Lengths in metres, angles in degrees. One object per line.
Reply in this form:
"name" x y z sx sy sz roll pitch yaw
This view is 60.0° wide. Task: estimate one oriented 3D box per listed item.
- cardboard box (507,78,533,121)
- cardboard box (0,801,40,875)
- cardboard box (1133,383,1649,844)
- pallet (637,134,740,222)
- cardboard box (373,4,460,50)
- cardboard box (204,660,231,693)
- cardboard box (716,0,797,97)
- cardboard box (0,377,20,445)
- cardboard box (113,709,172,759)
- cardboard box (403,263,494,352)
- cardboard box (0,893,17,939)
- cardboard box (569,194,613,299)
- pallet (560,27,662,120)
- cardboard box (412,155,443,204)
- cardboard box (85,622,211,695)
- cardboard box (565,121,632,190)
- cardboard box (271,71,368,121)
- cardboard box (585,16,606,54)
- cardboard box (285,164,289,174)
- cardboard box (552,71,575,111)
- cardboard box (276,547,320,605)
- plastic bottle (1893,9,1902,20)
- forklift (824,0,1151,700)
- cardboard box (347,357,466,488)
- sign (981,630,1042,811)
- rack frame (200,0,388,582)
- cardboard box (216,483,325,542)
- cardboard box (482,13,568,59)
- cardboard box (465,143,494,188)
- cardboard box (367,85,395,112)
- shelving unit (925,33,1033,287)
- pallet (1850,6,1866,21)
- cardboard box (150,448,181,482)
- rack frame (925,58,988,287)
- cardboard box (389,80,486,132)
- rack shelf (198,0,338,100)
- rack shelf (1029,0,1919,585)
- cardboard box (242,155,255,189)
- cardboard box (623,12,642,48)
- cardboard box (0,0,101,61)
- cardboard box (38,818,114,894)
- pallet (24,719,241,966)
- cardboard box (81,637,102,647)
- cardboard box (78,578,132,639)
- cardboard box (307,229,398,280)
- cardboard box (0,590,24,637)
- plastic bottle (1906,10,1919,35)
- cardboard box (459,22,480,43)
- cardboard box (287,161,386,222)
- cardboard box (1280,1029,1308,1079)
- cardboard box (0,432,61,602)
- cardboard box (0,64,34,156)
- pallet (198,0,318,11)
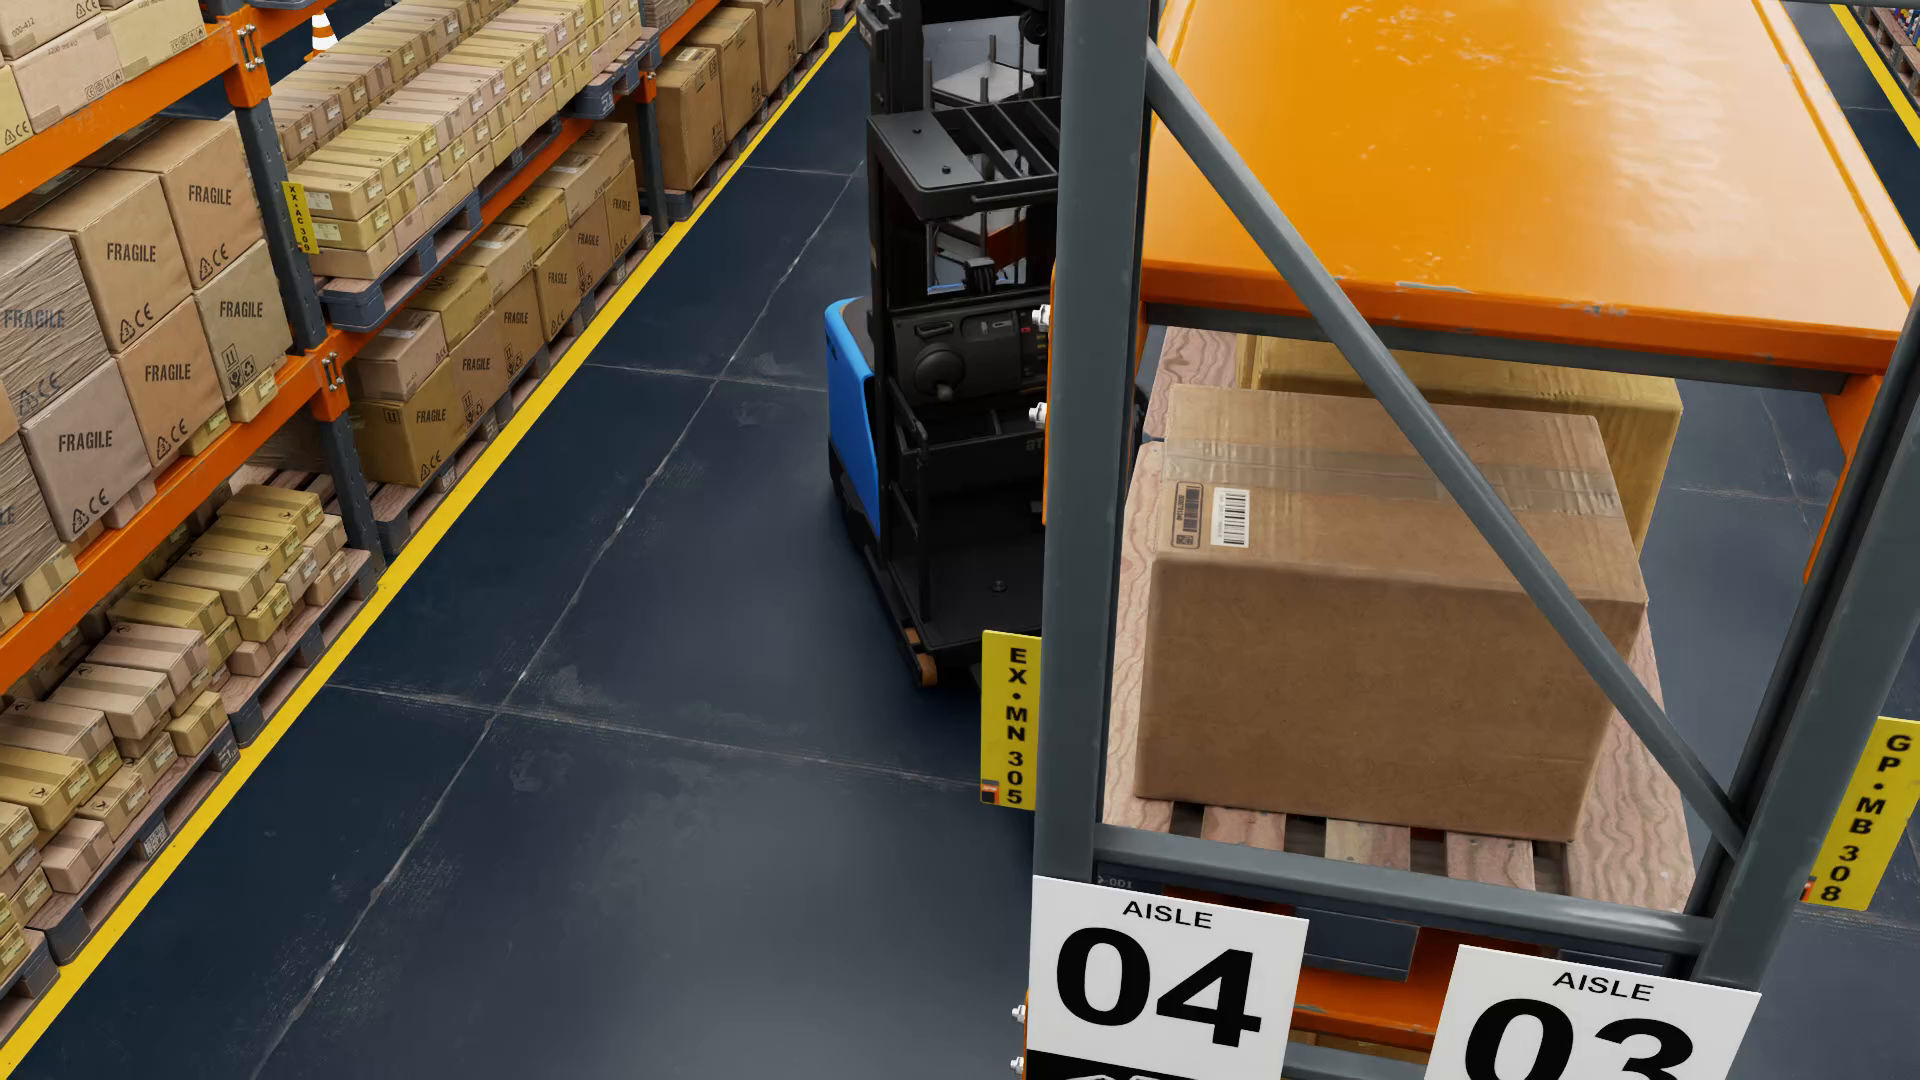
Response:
"cardboard box" -2.497 -2.348 8.806 0.380 0.149 0.250 7 36 9
"cardboard box" -3.612 1.073 6.048 0.380 0.149 0.250 9 37 12
"cardboard box" 0.666 0.108 2.730 0.700 0.500 0.500 5 36 7
"pallet" -2.266 -2.701 12.067 1.003 0.211 1.213 7 37 10
"cardboard box" -3.021 -2.854 9.252 0.380 0.149 0.250 9 37 12
"cardboard box" -3.419 0.592 7.219 0.380 0.149 0.250 6 36 9
"cardboard box" -1.908 -4.020 13.070 1.050 0.750 0.750 7 37 10
"cardboard box" -3.522 -0.469 5.420 0.500 0.500 0.500 6 36 8
"cardboard box" -3.467 0.734 6.770 0.380 0.149 0.250 6 36 8
"cardboard box" -2.835 -1.252 8.824 0.500 0.250 0.500 8 37 11
"cardboard box" -3.614 1.360 5.906 0.380 0.149 0.250 8 37 11
"cardboard box" -2.508 -1.838 10.272 0.500 0.500 0.500 9 37 12
"pallet" -2.556 -2.888 10.112 1.213 0.211 1.003 7 37 10
"cardboard box" -2.721 -1.748 7.979 0.380 0.149 0.250 8 37 11
"cardboard box" -3.346 0.487 6.857 0.380 0.149 0.250 6 36 8
"cardboard box" -2.398 -2.424 10.442 0.500 0.250 0.500 6 36 9
"cardboard box" -3.242 -2.251 8.419 0.380 0.149 0.250 6 36 8
"cardboard box" -2.278 -2.931 9.611 0.380 0.149 0.250 8 37 11
"cardboard box" -3.416 -1.687 7.894 0.380 0.149 0.250 8 37 10
"cardboard box" -2.387 -2.529 9.309 0.380 0.149 0.250 6 36 8
"cardboard box" -3.165 0.147 7.579 0.380 0.149 0.250 6 36 8
"plastic bottle" 8.105 -4.624 14.283 0.061 0.283 0.133 8 37 11
"forklift" 0.233 -0.777 7.094 1.130 2.935 3.031 -11 37 -14
"cardboard box" -2.946 -0.642 8.623 0.500 0.500 0.500 9 37 12
"sign" 0.080 0.262 2.360 0.100 0.325 0.005 7 37 10
"rack frame" -3.363 -1.094 7.474 1.000 3.000 0.127 7 37 10
"cardboard box" -3.184 -0.114 7.686 0.380 0.149 0.250 8 37 11
"cardboard box" -2.388 -2.773 9.140 0.380 0.149 0.250 7 37 10
"cardboard box" -2.610 -1.923 8.473 0.380 0.149 0.250 6 36 8
"cardboard box" -3.193 -2.292 8.729 0.380 0.149 0.250 7 37 10
"shelving unit" 0.142 -1.563 8.887 0.431 2.100 0.503 28 44 33
"pallet" 8.714 -5.030 15.280 1.003 0.211 1.213 7 37 10
"cardboard box" -3.381 -0.353 6.665 0.380 0.149 0.250 6 36 9
"rack frame" -0.020 -1.456 8.739 0.400 2.100 0.015 28 44 33
"cardboard box" -2.609 -2.168 8.305 0.380 0.149 0.250 7 37 10
"rack shelf" -2.936 -3.164 8.387 1.077 0.370 4.000 7 37 10
"rack shelf" 1.034 -1.244 3.522 1.077 0.370 4.000 7 37 10
"cardboard box" -3.468 -1.658 7.601 0.380 0.149 0.250 9 37 12
"cardboard box" -2.165 -3.115 10.119 0.380 0.149 0.250 8 37 11
"cardboard box" -3.335 -1.857 5.672 0.500 0.250 0.500 6 36 8
"cardboard box" -3.509 1.197 6.384 0.380 0.149 0.250 6 36 8
"pallet" -3.730 1.126 6.787 1.003 0.211 1.213 7 37 10
"cardboard box" -3.796 0.392 7.241 0.380 0.149 0.250 6 36 8
"cardboard box" -3.795 0.275 7.149 0.380 0.149 0.250 6 36 9
"cardboard box" -2.829 -1.331 7.656 0.380 0.149 0.250 6 36 8
"cardboard box" -3.544 0.255 5.826 0.380 0.149 0.250 9 37 12
"plastic bottle" 8.033 -4.376 13.952 0.097 0.271 0.097 0 36 0
"cardboard box" -2.971 -2.870 9.527 0.380 0.149 0.250 7 37 10
"cardboard box" -2.829 -1.572 7.482 0.380 0.149 0.250 9 37 12
"cardboard box" 0.454 1.203 3.539 0.500 0.500 0.500 8 37 11
"cardboard box" -3.542 -0.067 5.718 0.500 0.500 0.500 6 36 9
"cardboard box" -3.430 -1.357 5.408 0.500 0.250 0.500 7 37 9
"pallet" -3.127 -2.573 7.118 1.213 0.211 1.003 7 37 10
